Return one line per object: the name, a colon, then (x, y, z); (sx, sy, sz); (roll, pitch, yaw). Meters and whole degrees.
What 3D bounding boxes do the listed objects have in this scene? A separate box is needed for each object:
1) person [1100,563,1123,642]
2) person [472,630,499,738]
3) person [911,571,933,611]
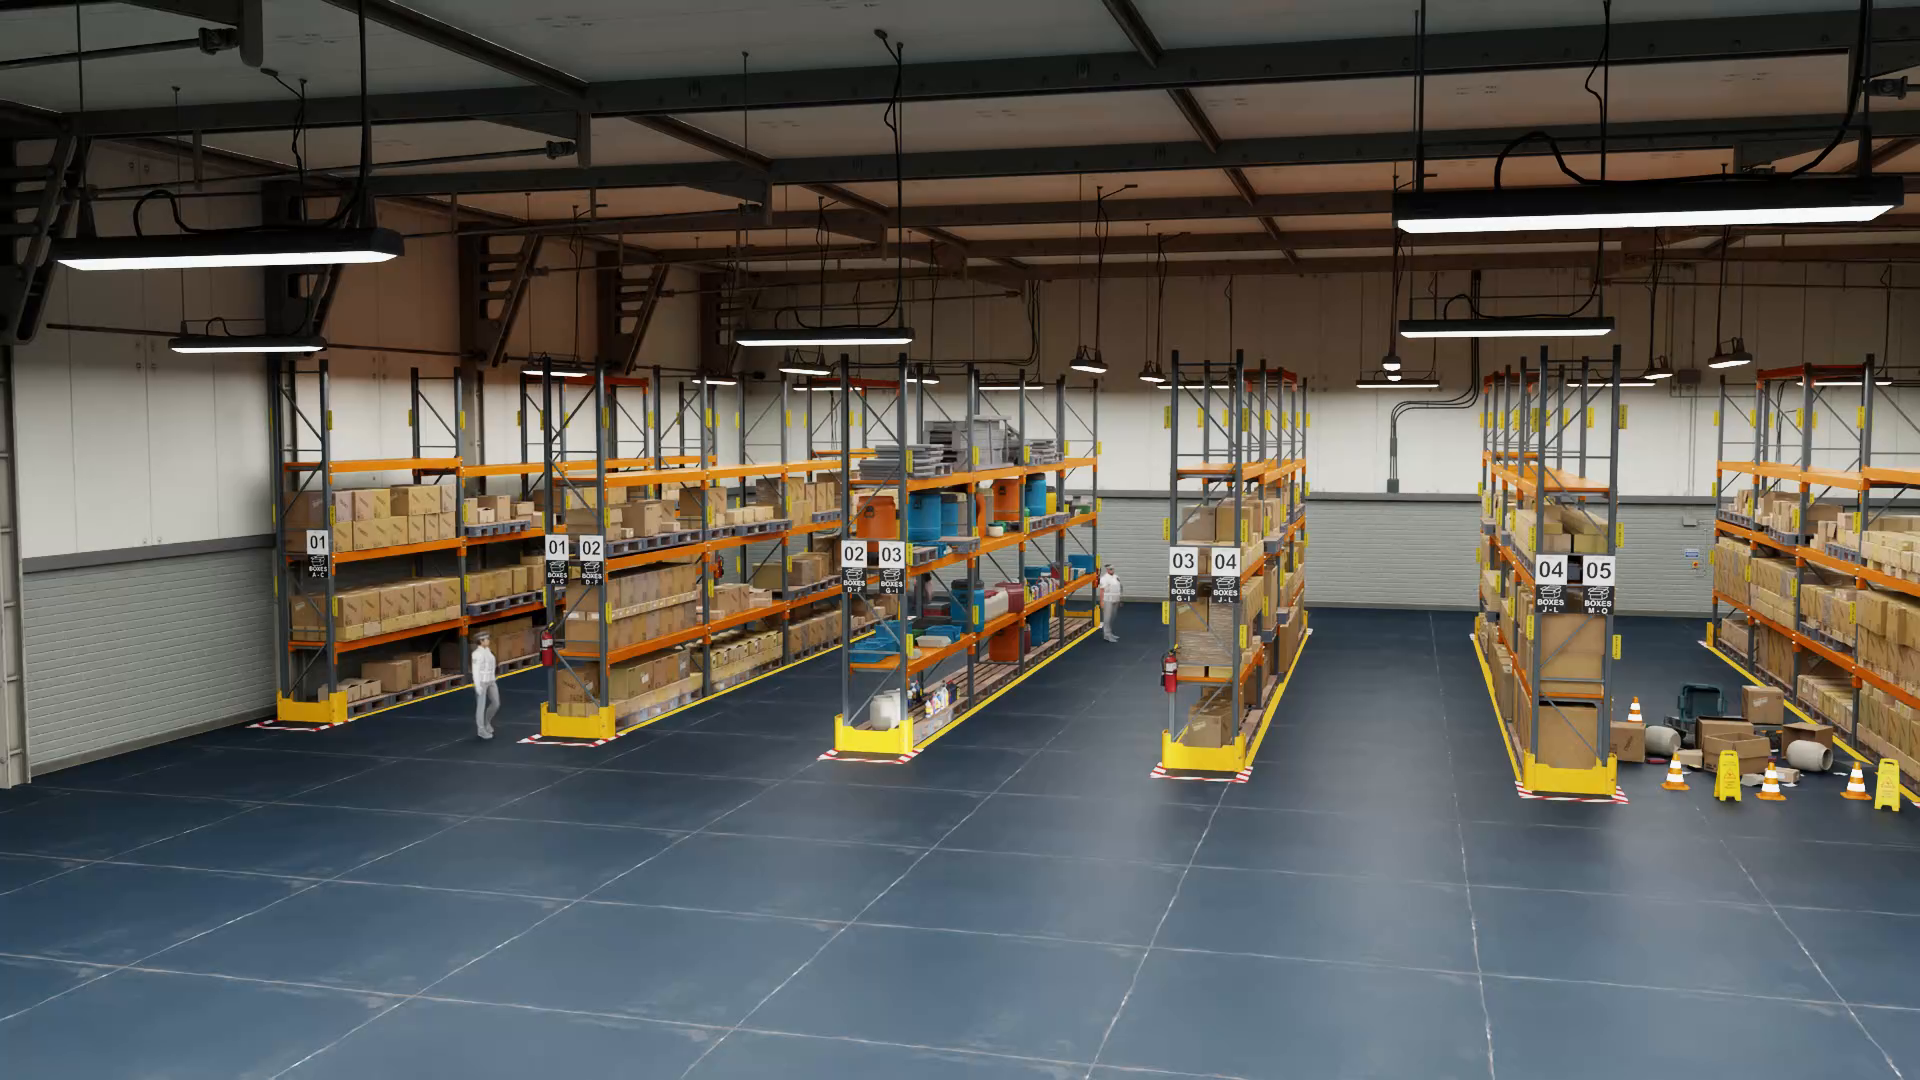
person: (3.486, 1.405, 37.916); (0.584, 1.793, 0.550); (-3, 5, -40)
person: (-7.557, 2.271, 26.359); (0.434, 1.691, 0.543); (2, 5, 24)
person: (-0.938, 1.072, 43.112); (0.614, 1.686, 0.994); (-2, 4, -23)
